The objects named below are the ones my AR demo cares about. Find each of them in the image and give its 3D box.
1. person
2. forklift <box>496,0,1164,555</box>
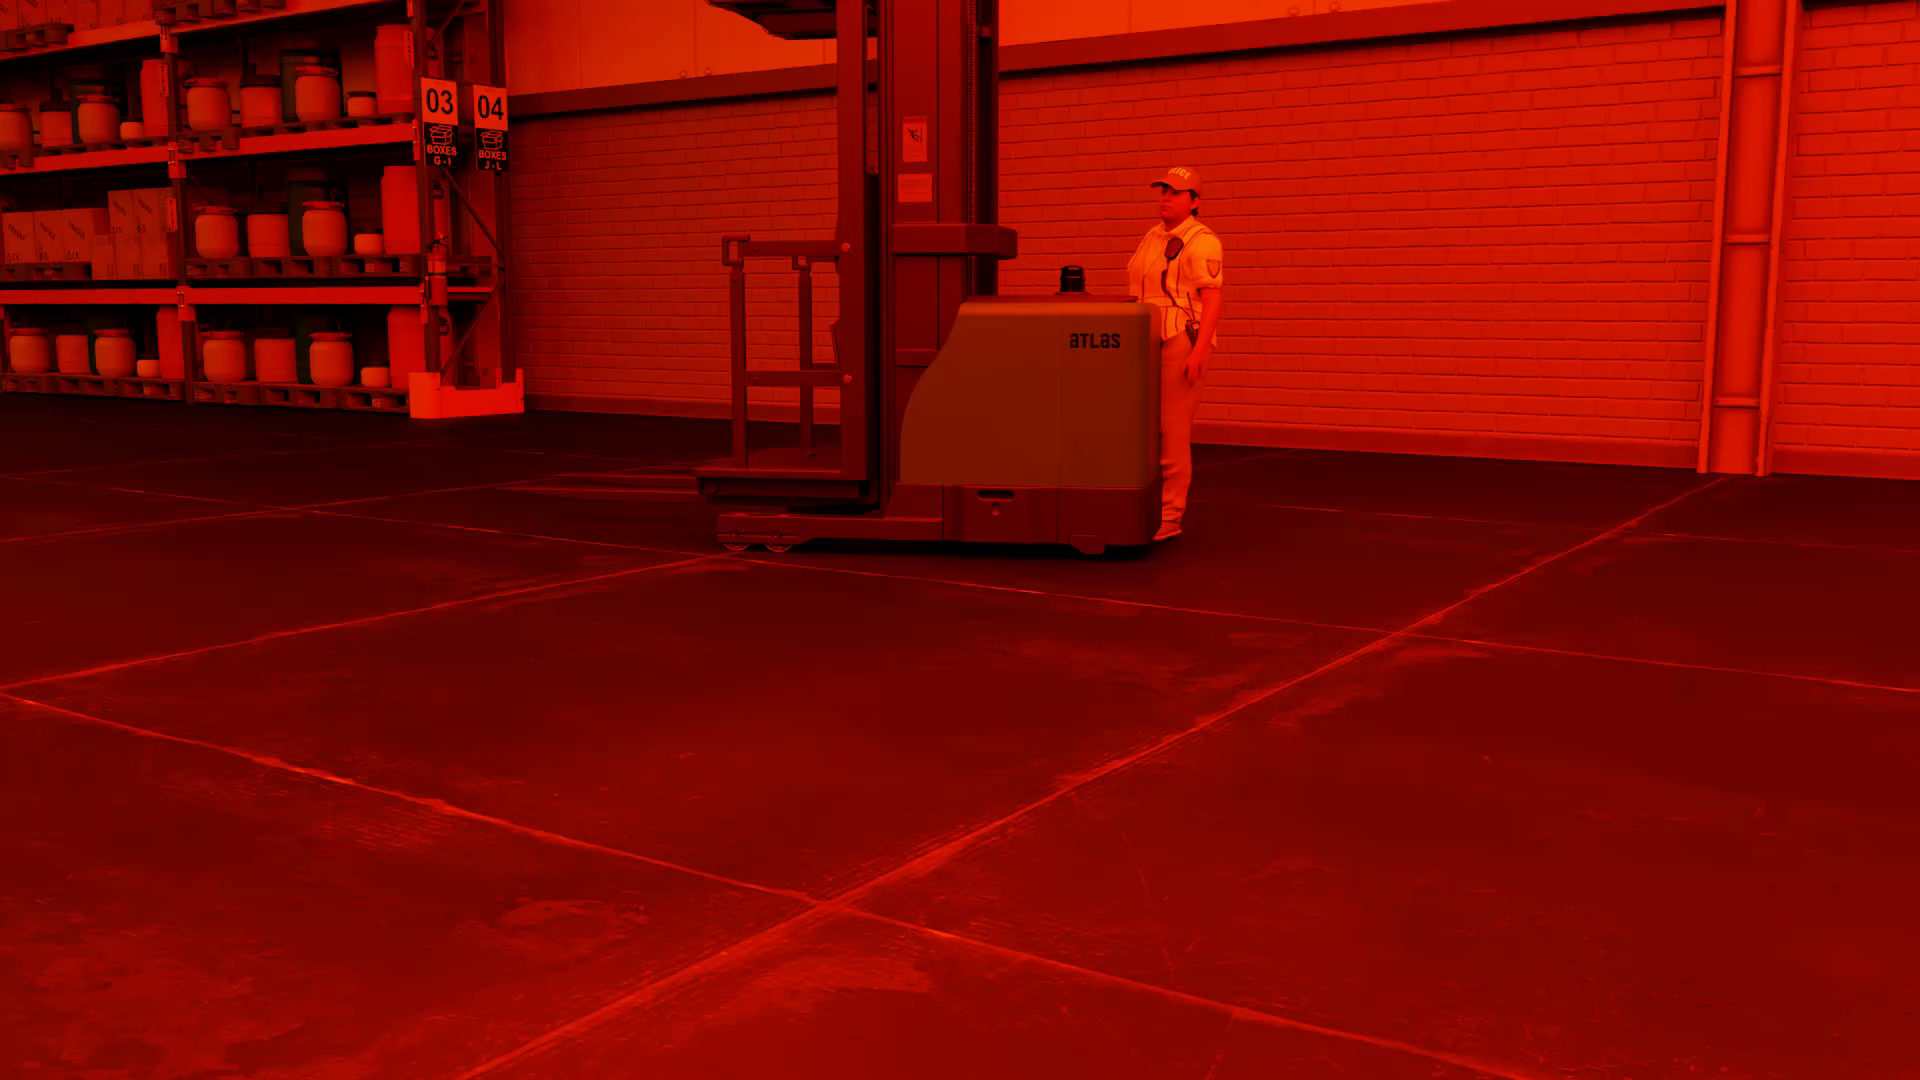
[{"bbox_3d":[0.863,-0.837,7.514,0.529,1.670,0.598,-6,10,-35],"label":"person"},{"bbox_3d":[-0.596,-1.469,7.520,3.031,2.935,1.130,2,8,12],"label":"forklift"}]
